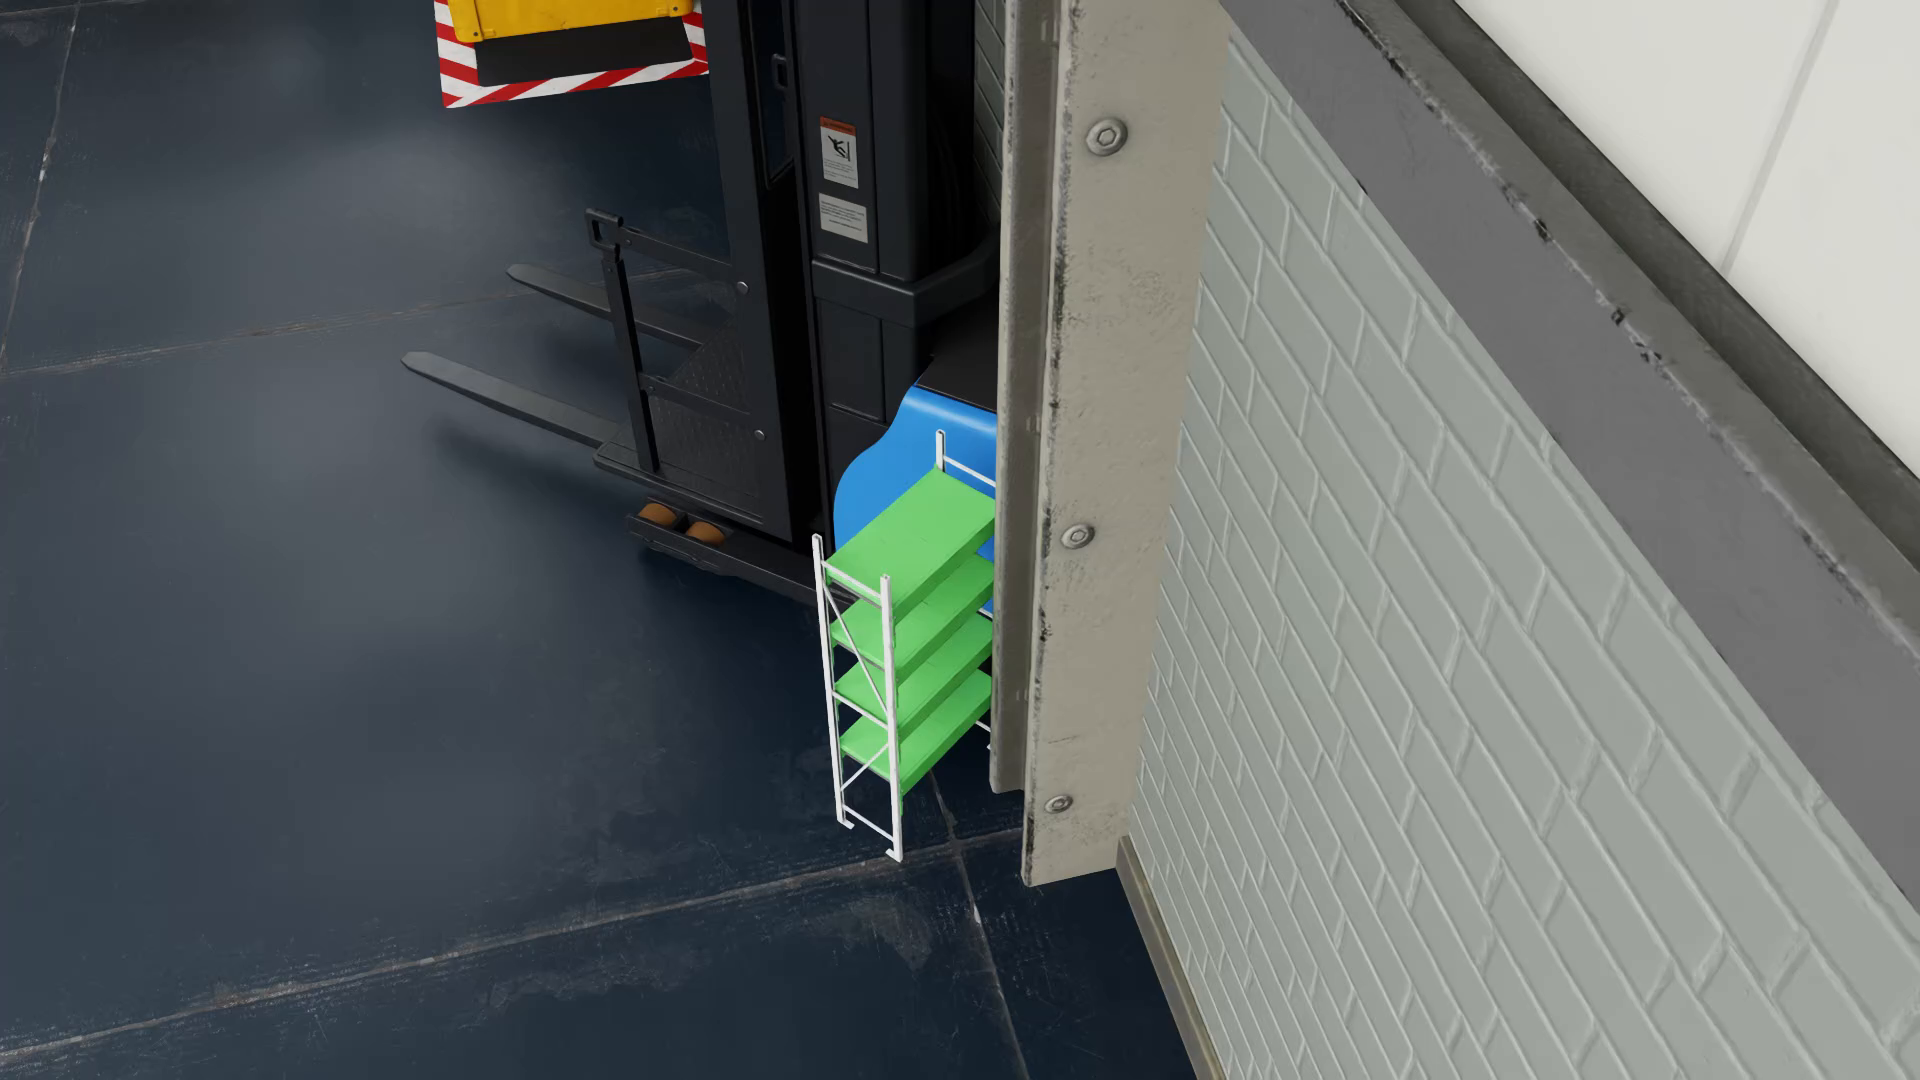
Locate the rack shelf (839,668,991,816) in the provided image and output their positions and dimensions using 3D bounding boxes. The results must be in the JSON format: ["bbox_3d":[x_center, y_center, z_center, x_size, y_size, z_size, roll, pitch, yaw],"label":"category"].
[{"bbox_3d":[-0.114,0.536,4.810,0.258,0.148,0.480,29,52,26],"label":"rack shelf"}]

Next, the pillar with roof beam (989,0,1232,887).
[{"bbox_3d":[-3.875,-1.530,0.949,9.100,9.000,0.400,-11,47,-10],"label":"pillar with roof beam"}]

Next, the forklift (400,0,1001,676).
[{"bbox_3d":[-0.556,-1.235,4.908,3.031,2.935,1.130,21,49,19],"label":"forklift"}]

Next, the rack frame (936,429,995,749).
[{"bbox_3d":[0.036,0.186,4.728,0.240,1.200,0.015,29,52,26],"label":"rack frame"}]

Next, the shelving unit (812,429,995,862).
[{"bbox_3d":[-0.114,0.323,4.593,0.258,1.200,0.503,29,52,26],"label":"shelving unit"}]

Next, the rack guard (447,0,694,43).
[{"bbox_3d":[-1.936,-2.823,8.167,1.175,0.500,0.348,-11,47,-10],"label":"rack guard"}]

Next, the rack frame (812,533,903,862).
[{"bbox_3d":[-0.265,0.460,4.459,0.240,1.200,0.015,29,52,26],"label":"rack frame"}]

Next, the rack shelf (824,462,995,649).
[{"bbox_3d":[-0.114,0.032,4.296,0.258,0.148,0.480,29,52,26],"label":"rack shelf"}]

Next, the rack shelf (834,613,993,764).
[{"bbox_3d":[-0.114,0.368,4.639,0.258,0.148,0.480,29,52,26],"label":"rack shelf"}]

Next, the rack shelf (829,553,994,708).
[{"bbox_3d":[-0.114,0.200,4.467,0.258,0.148,0.480,29,52,26],"label":"rack shelf"}]
